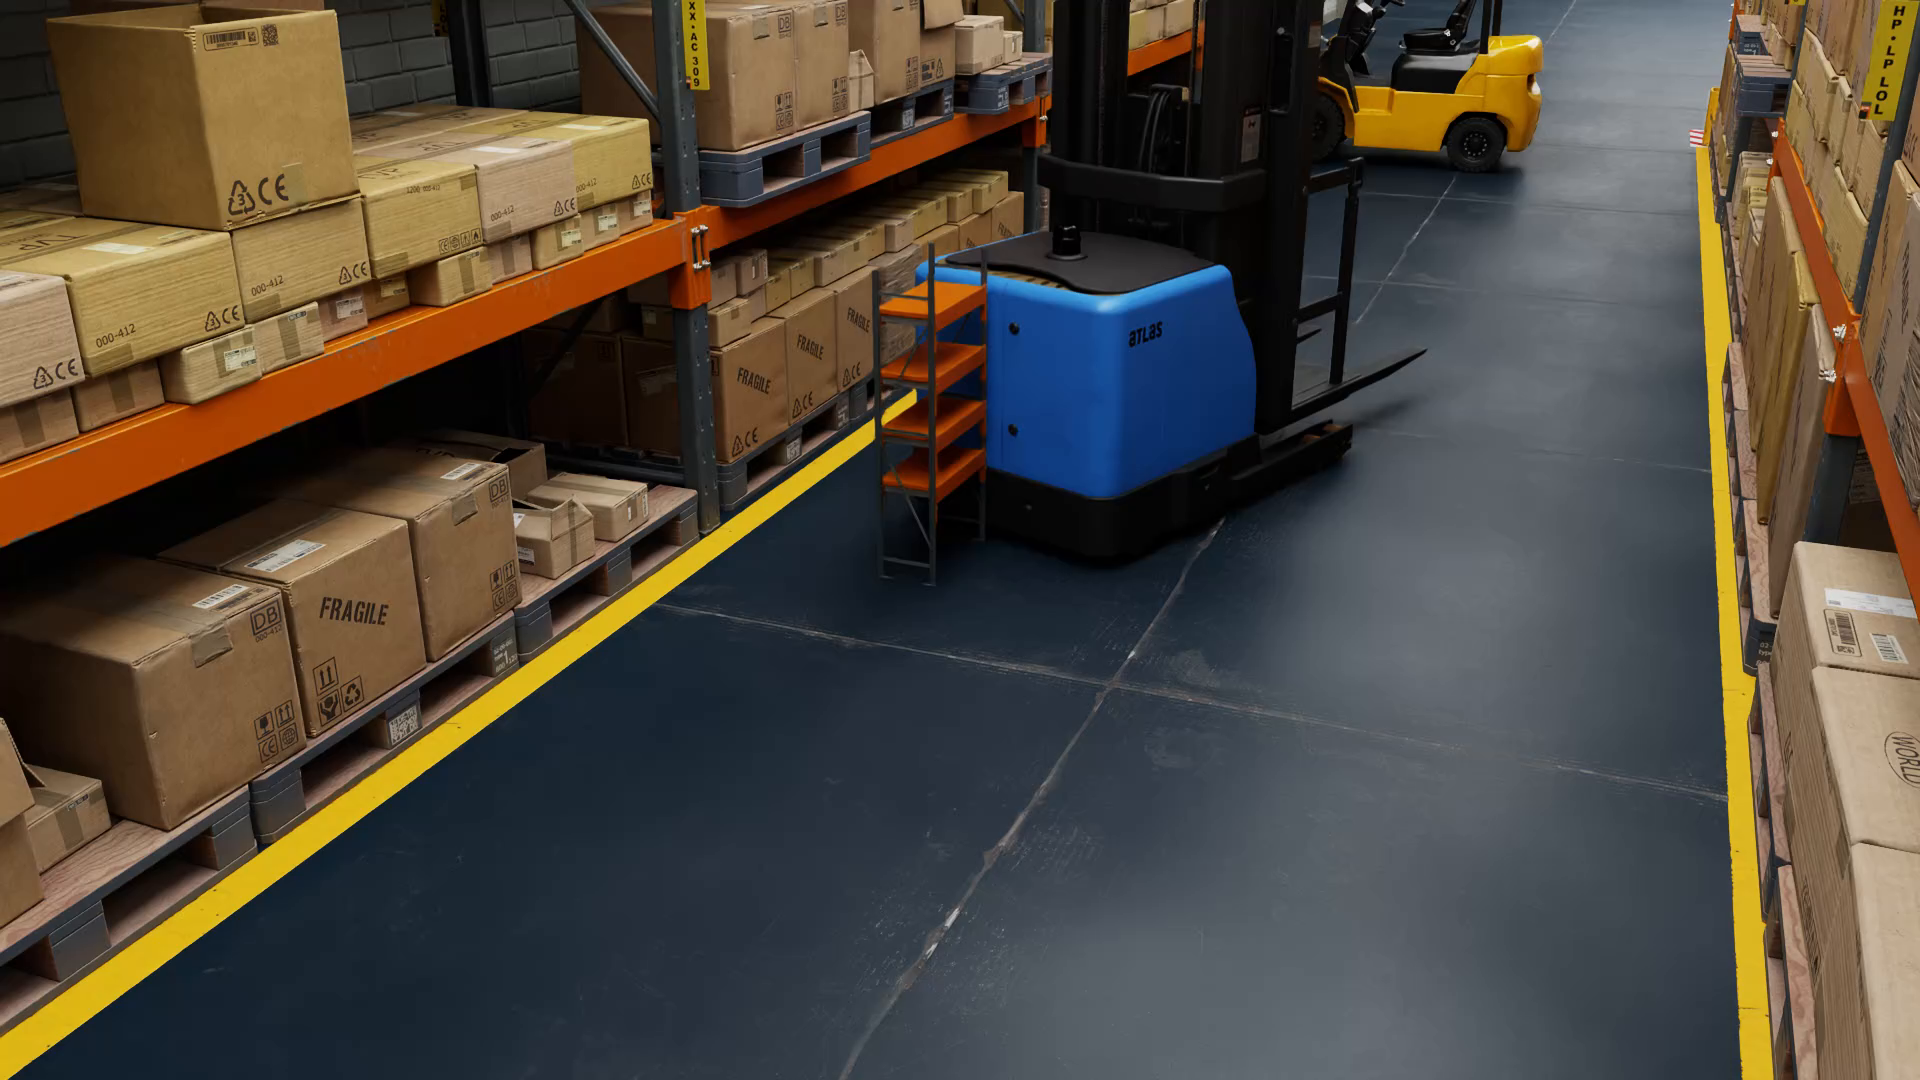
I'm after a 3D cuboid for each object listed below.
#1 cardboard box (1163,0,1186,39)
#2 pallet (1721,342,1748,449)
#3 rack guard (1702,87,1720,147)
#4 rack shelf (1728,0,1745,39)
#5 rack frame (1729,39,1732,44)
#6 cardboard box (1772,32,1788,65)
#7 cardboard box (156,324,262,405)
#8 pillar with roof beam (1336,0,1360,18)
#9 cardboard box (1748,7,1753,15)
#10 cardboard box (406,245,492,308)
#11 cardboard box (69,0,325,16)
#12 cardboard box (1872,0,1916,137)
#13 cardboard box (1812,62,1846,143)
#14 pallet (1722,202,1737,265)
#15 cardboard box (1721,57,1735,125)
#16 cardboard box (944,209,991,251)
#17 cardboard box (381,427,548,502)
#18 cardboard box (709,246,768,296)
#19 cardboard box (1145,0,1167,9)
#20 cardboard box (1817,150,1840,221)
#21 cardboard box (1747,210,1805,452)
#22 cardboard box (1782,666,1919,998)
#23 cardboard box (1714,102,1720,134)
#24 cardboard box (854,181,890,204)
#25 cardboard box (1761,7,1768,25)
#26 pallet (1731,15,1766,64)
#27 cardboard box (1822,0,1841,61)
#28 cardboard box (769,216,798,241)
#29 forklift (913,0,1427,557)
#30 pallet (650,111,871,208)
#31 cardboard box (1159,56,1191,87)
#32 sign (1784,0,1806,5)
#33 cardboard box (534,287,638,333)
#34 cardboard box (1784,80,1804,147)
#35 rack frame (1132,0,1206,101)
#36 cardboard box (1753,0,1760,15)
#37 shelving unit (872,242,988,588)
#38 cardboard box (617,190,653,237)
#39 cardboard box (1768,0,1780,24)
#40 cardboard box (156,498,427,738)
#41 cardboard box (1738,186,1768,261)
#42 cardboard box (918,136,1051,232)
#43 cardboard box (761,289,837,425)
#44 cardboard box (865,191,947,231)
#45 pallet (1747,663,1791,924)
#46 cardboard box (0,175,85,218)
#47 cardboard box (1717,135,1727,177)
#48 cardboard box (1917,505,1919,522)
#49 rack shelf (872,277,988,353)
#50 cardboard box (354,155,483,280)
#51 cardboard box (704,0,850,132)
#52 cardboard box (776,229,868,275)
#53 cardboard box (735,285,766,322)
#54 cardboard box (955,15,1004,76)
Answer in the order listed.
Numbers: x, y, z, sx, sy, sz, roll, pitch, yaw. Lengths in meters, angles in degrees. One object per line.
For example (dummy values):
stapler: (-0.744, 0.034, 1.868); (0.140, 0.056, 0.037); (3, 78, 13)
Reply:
cardboard box: (1.369, -3.885, 12.354); (0.500, 0.250, 0.500); (9, 24, 20)
pallet: (4.256, -0.654, 8.042); (1.003, 0.211, 1.213); (9, 24, 20)
rack guard: (7.562, -3.894, 15.425); (1.175, 0.500, 0.348); (9, 24, 20)
rack shelf: (6.848, -4.027, 13.433); (1.077, 0.370, 4.000); (9, 24, 20)
rack frame: (7.591, -5.075, 15.008); (1.000, 3.000, 0.127); (9, 24, 20)
cardboard box: (4.607, -2.644, 8.969); (0.380, 0.149, 0.250); (9, 24, 20)
cardboard box: (-2.061, -0.475, 4.321); (0.380, 0.149, 0.250); (8, 24, 19)
pillar with roof beam: (10.340, -12.110, 24.067); (9.100, 9.000, 0.400); (9, 24, 20)
cardboard box: (6.316, -4.050, 12.881); (0.380, 0.149, 0.250); (8, 24, 19)
cardboard box: (-1.703, -0.846, 5.209); (0.380, 0.149, 0.250); (8, 24, 19)
cardboard box: (-2.277, -1.409, 5.068); (0.500, 0.500, 0.500); (8, 24, 19)
cardboard box: (3.066, -1.484, 4.984); (0.500, 0.500, 0.500); (10, 25, 22)
cardboard box: (3.611, -1.687, 6.442); (0.500, 0.250, 0.500); (9, 24, 21)
pallet: (5.817, -2.078, 11.451); (1.003, 0.211, 1.213); (9, 24, 20)
cardboard box: (6.642, -3.722, 13.819); (0.500, 0.500, 0.500); (9, 24, 21)
cardboard box: (-0.144, -1.602, 9.392); (0.500, 0.500, 0.500); (8, 24, 19)
cardboard box: (-1.942, -0.241, 6.378); (0.500, 0.311, 0.500); (10, 25, 22)
cardboard box: (-1.045, -1.157, 7.099); (0.380, 0.149, 0.250); (8, 24, 17)
cardboard box: (1.170, -3.935, 11.824); (0.500, 0.250, 0.500); (9, 24, 21)
cardboard box: (3.461, -1.268, 6.089); (0.500, 0.250, 0.500); (8, 24, 19)
cardboard box: (3.950, -0.872, 7.157); (0.875, 0.875, 0.875); (9, 24, 21)
cardboard box: (2.468, 0.738, 3.872); (0.875, 0.438, 0.875); (8, 24, 18)
cardboard box: (7.034, -3.751, 14.861); (0.500, 0.250, 0.500); (9, 24, 20)
cardboard box: (-0.616, -1.927, 9.329); (0.380, 0.149, 0.250); (9, 24, 21)
cardboard box: (5.505, -3.481, 10.972); (0.380, 0.149, 0.250); (9, 24, 21)
pallet: (5.686, -3.302, 11.013); (1.003, 0.211, 1.213); (9, 24, 20)
cardboard box: (3.827, -2.216, 6.737); (0.500, 0.500, 0.500); (9, 24, 22)
cardboard box: (-1.044, -1.558, 8.445); (0.380, 0.149, 0.250); (8, 24, 18)
forklift: (1.151, -1.776, 7.199); (1.130, 2.935, 3.031); (19, 29, 37)
pallet: (-1.079, -1.672, 7.110); (1.003, 0.211, 1.213); (9, 24, 20)
cardboard box: (1.966, -3.867, 13.842); (0.500, 0.250, 0.500); (8, 24, 19)
sign: (4.112, -2.784, 8.124); (0.100, 0.325, 0.005); (9, 24, 20)
cardboard box: (-1.608, -1.003, 7.115); (0.380, 0.149, 0.250); (8, 24, 18)
cardboard box: (4.204, -2.004, 7.850); (0.500, 0.250, 0.500); (8, 24, 19)
rack frame: (1.495, -4.353, 13.279); (1.000, 3.000, 0.127); (9, 24, 20)
cardboard box: (6.039, -4.022, 11.970); (0.500, 0.500, 0.500); (8, 24, 19)
shelving unit: (-0.106, -0.479, 6.340); (0.258, 1.200, 0.503); (9, 24, 21)
cardboard box: (-1.361, -1.224, 6.114); (0.380, 0.149, 0.250); (9, 24, 21)
cardboard box: (4.898, -3.159, 9.361); (0.500, 0.500, 0.500); (7, 24, 16)
cardboard box: (-2.005, 0.221, 5.029); (0.500, 0.500, 0.500); (9, 24, 21)
cardboard box: (5.392, -1.930, 10.343); (0.950, 0.372, 0.625); (10, 25, 22)
cardboard box: (0.253, -2.241, 10.759); (0.875, 0.625, 0.625); (10, 25, 22)
cardboard box: (-0.900, -0.863, 7.623); (0.500, 0.500, 0.500); (8, 24, 19)
cardboard box: (-0.291, -1.770, 8.953); (0.380, 0.149, 0.250); (10, 24, 22)
pallet: (2.778, 0.767, 4.640); (1.003, 0.211, 1.213); (9, 24, 20)
cardboard box: (-2.463, -0.877, 4.767); (0.500, 0.250, 0.500); (9, 24, 20)
cardboard box: (6.263, -3.011, 13.088); (0.500, 0.250, 0.500); (8, 24, 19)
cardboard box: (2.143, -0.156, 3.101); (0.500, 0.500, 0.500); (10, 24, 22)
rack shelf: (-0.106, -0.841, 6.188); (0.258, 0.148, 0.480); (9, 24, 21)
cardboard box: (-1.809, -0.983, 5.020); (0.500, 0.250, 0.500); (9, 24, 20)
cardboard box: (-0.897, -2.056, 7.107); (0.700, 0.500, 0.500); (9, 24, 21)
cardboard box: (-0.670, -1.396, 8.057); (0.380, 0.149, 0.250); (10, 25, 22)
cardboard box: (-1.065, -1.030, 7.181); (0.380, 0.149, 0.250); (8, 24, 19)
cardboard box: (-0.082, -2.622, 8.785); (0.500, 0.250, 0.500); (8, 24, 18)
